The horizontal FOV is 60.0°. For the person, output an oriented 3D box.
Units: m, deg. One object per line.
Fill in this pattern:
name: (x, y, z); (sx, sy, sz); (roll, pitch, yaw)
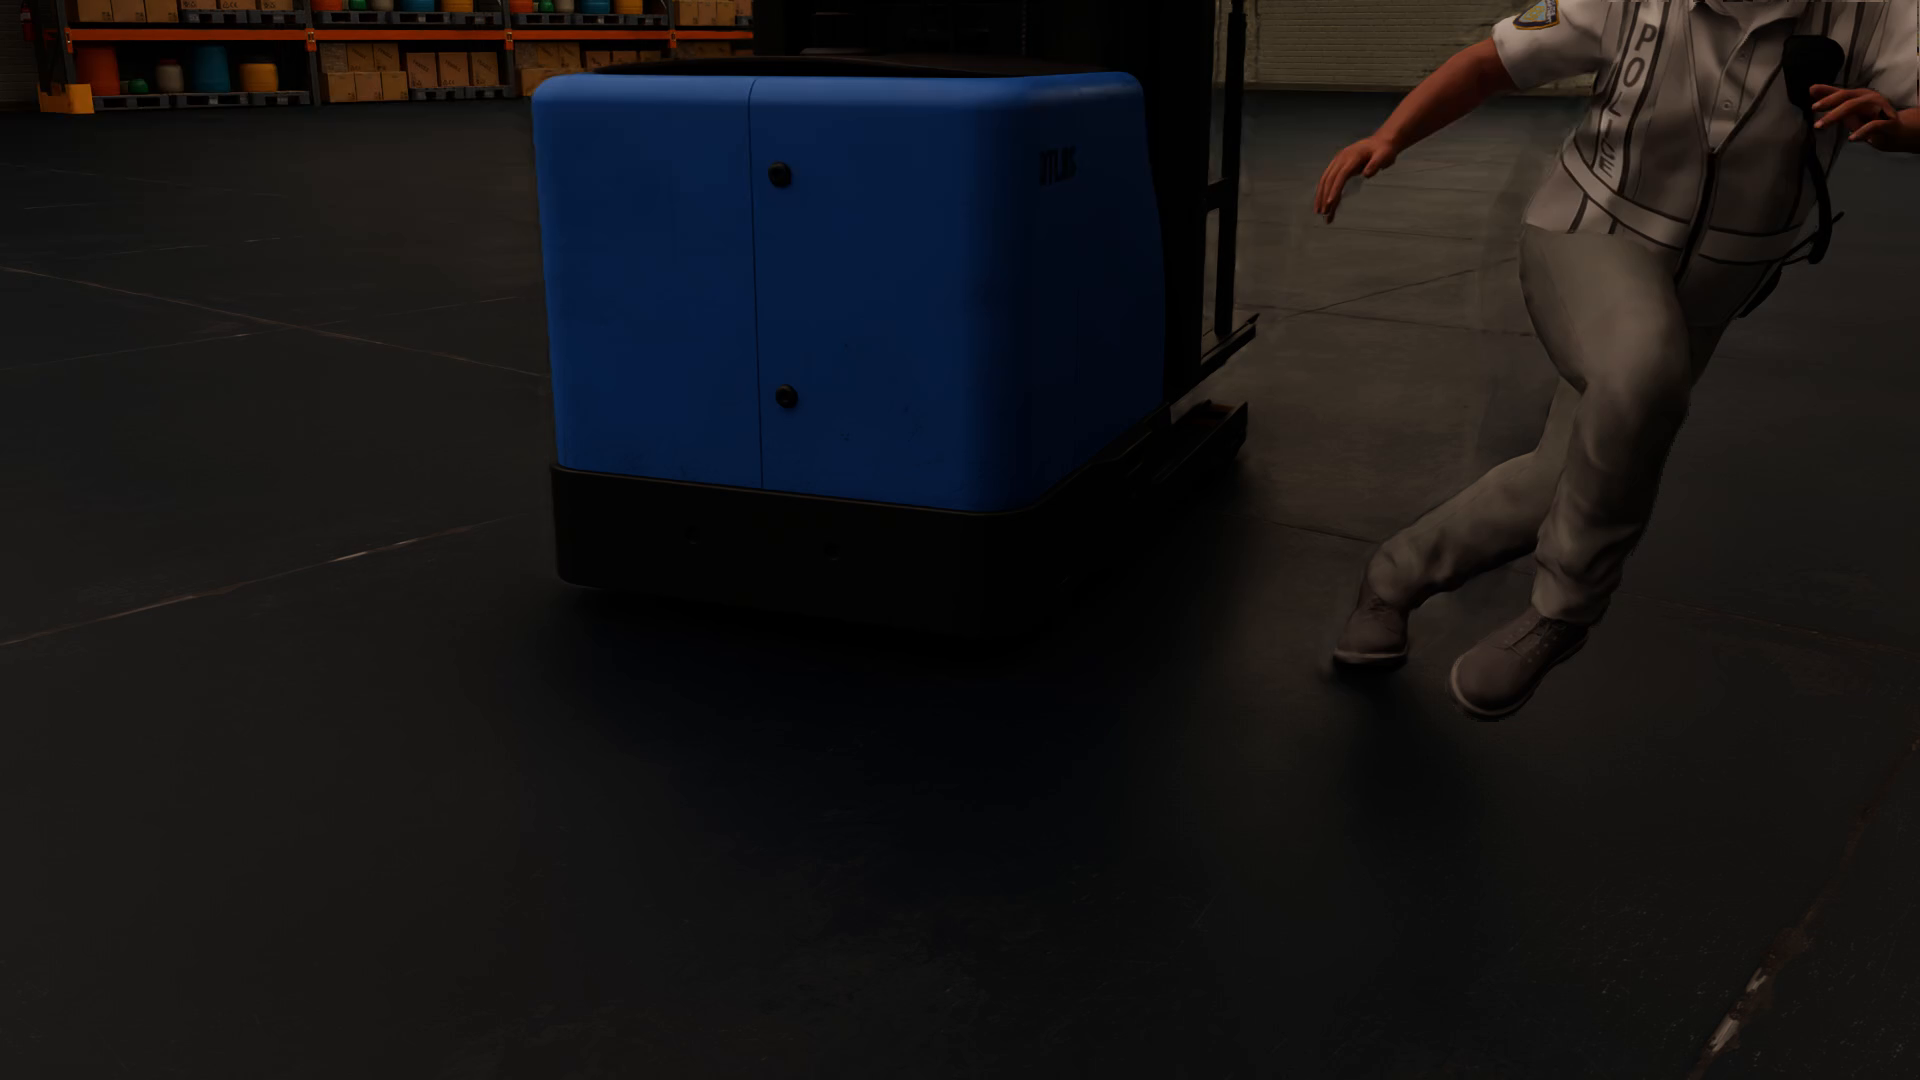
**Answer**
person: (1.088, -0.428, 2.753); (1.000, 1.516, 0.935); (2, 17, 5)

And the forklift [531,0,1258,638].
forklift: (0.167, -1.606, 4.188); (1.130, 2.935, 3.031); (6, 18, 20)
